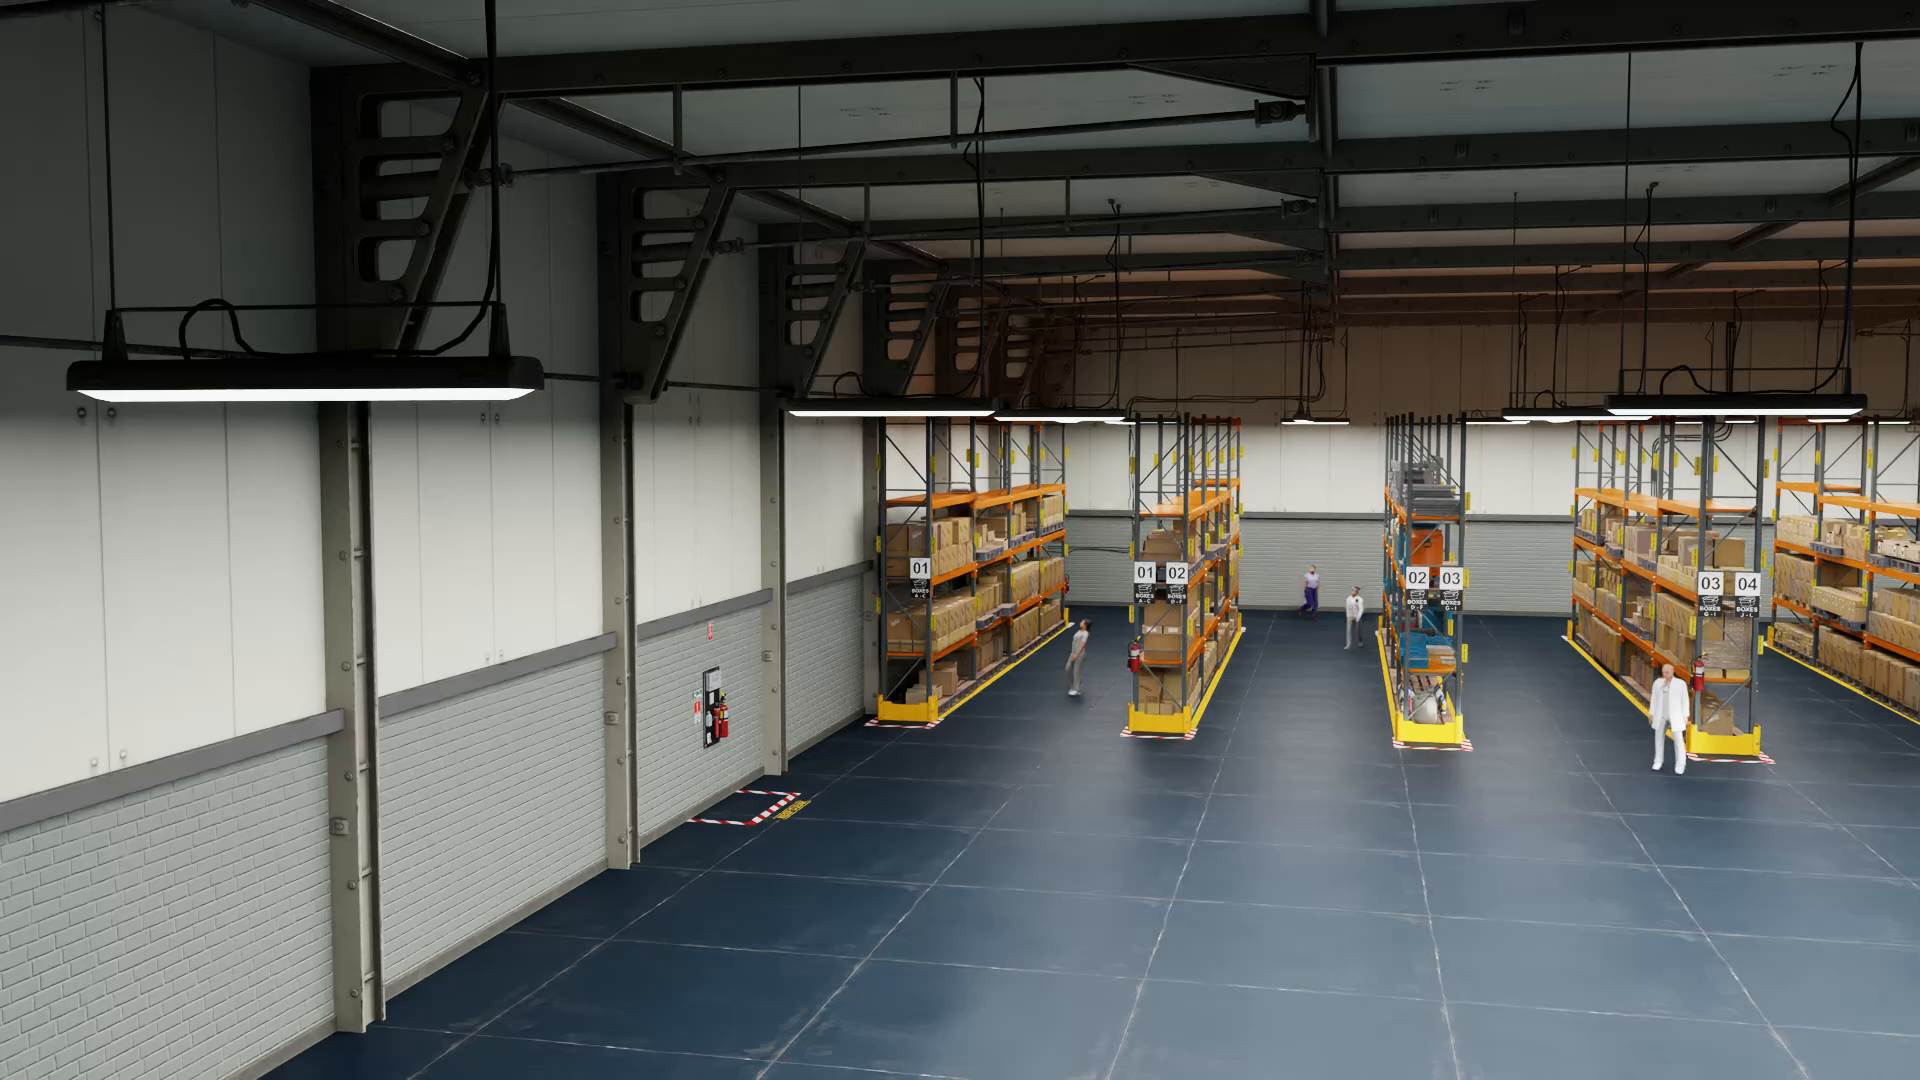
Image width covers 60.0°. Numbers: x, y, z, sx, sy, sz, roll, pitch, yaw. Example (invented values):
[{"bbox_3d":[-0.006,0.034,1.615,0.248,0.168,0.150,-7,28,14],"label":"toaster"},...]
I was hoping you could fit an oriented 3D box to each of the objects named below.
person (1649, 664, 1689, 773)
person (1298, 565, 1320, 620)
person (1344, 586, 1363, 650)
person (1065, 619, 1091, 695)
[{"bbox_3d":[11.786,2.952,27.719,0.632,1.785,0.411,4,5,42],"label":"person"},{"bbox_3d":[10.412,1.550,49.525,0.510,1.628,0.600,-4,5,-43],"label":"person"},{"bbox_3d":[10.183,1.991,42.939,0.492,1.639,0.989,2,4,26],"label":"person"},{"bbox_3d":[2.526,2.511,35.676,0.535,1.662,0.531,-2,5,-31],"label":"person"}]
